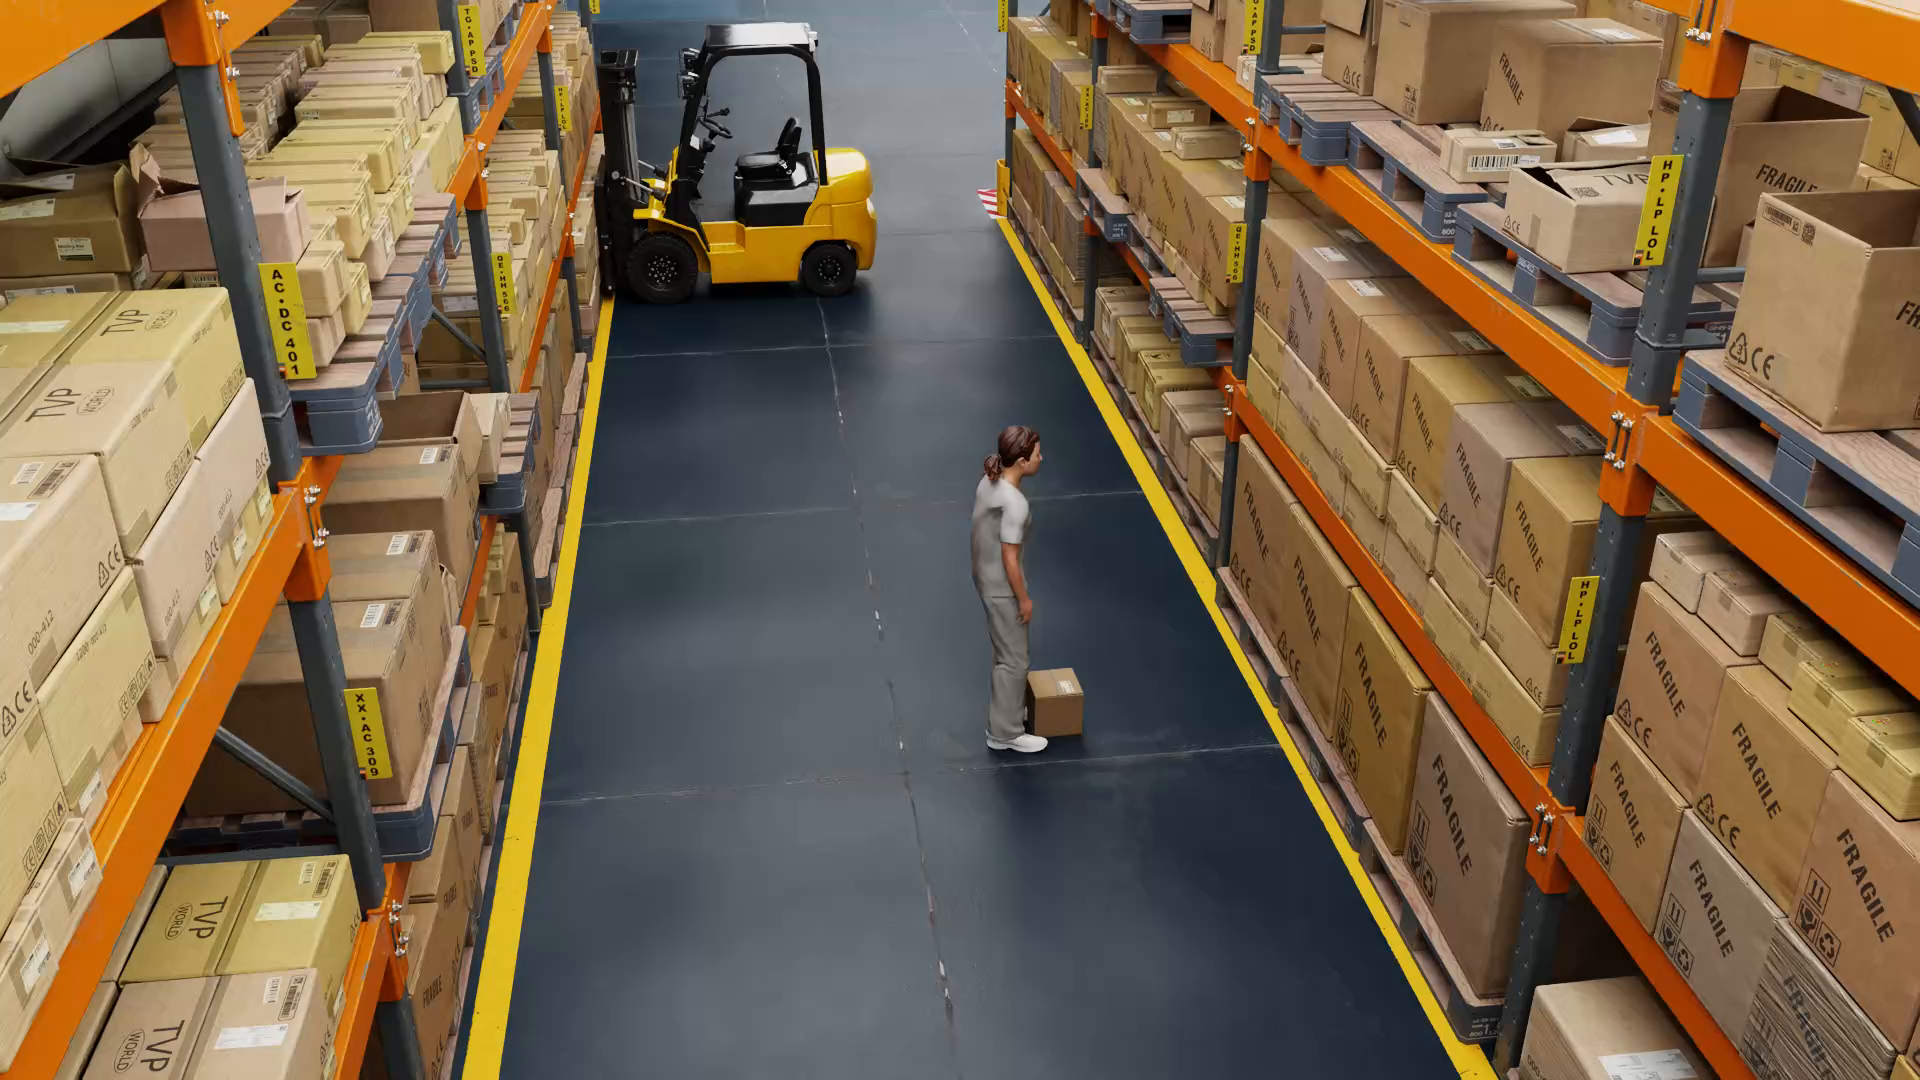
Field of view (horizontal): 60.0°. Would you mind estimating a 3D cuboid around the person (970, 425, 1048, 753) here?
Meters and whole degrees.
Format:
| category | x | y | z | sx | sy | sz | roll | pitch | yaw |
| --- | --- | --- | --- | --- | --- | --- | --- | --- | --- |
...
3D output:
| category | x | y | z | sx | sy | sz | roll | pitch | yaw |
| --- | --- | --- | --- | --- | --- | --- | --- | --- | --- |
| person | 0.264 | 0.222 | 8.189 | 0.409 | 1.673 | 0.514 | -5 | 28 | -10 |
